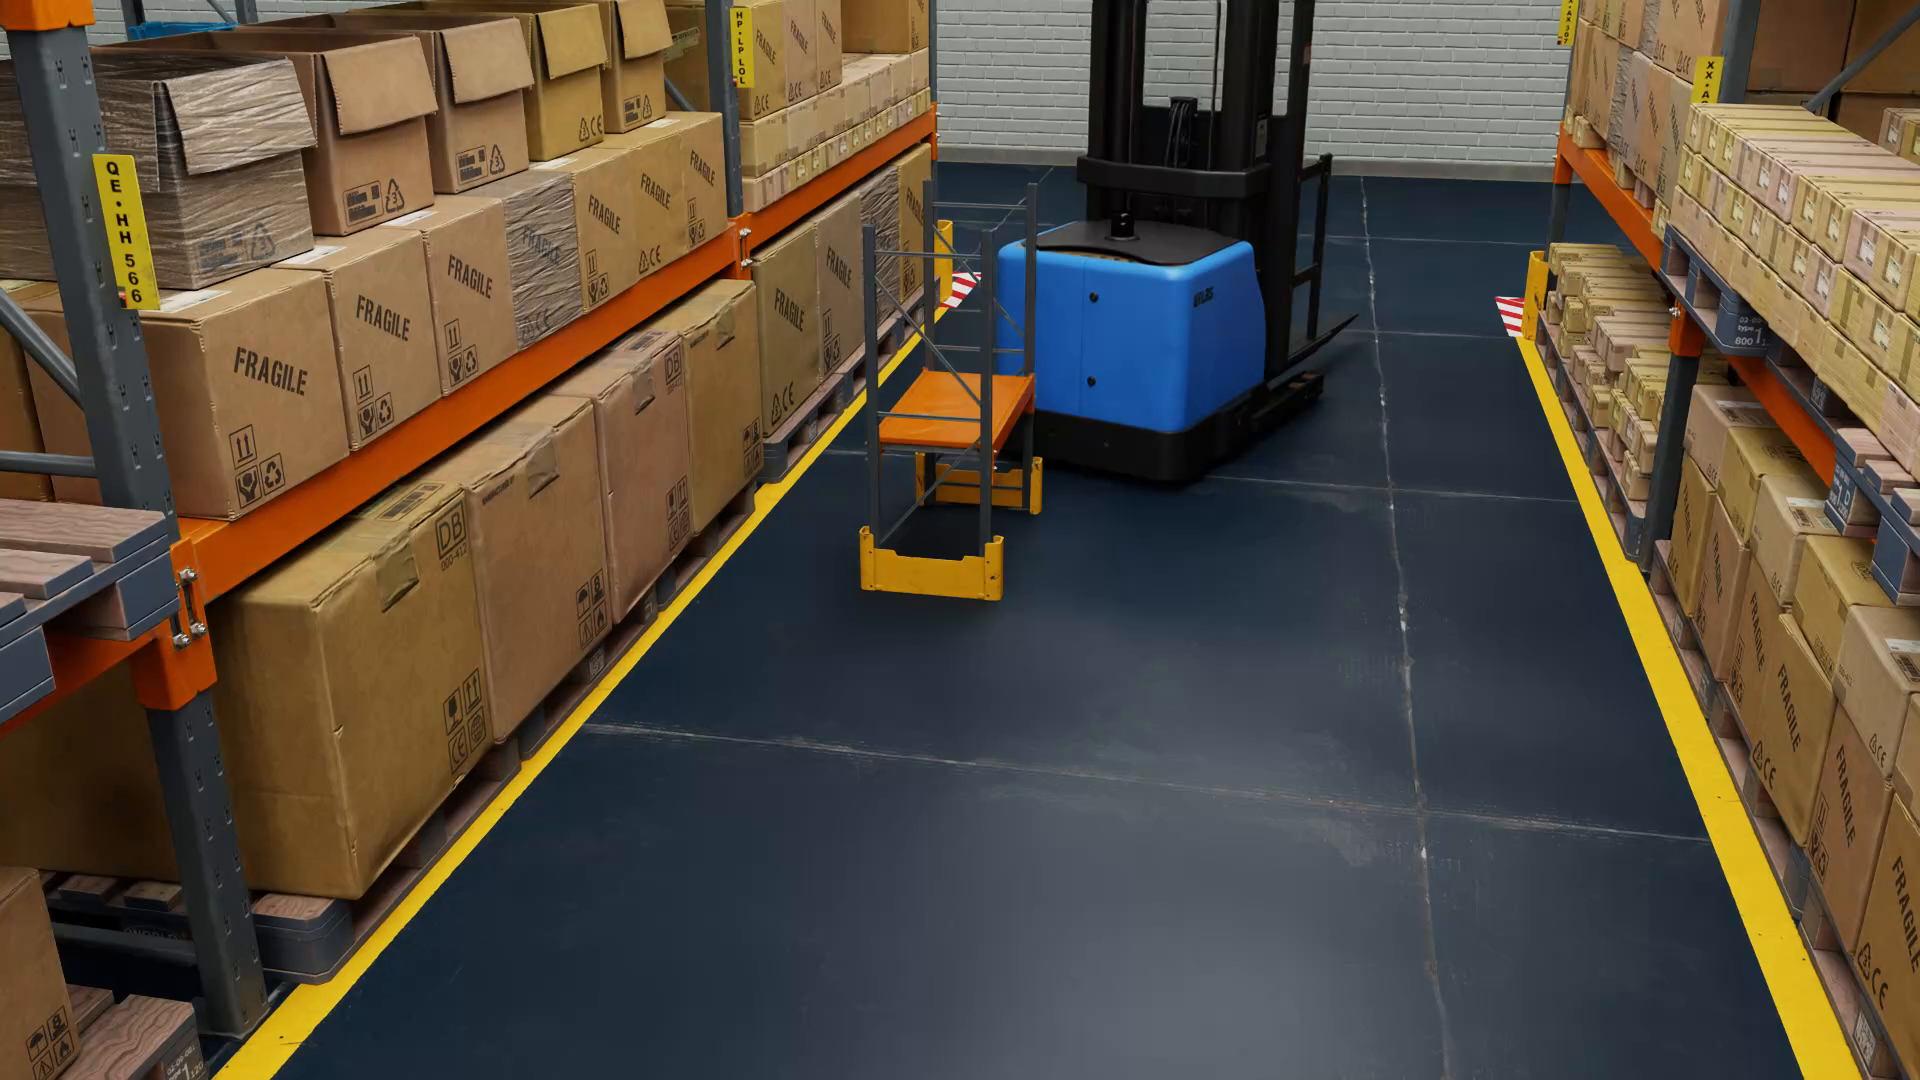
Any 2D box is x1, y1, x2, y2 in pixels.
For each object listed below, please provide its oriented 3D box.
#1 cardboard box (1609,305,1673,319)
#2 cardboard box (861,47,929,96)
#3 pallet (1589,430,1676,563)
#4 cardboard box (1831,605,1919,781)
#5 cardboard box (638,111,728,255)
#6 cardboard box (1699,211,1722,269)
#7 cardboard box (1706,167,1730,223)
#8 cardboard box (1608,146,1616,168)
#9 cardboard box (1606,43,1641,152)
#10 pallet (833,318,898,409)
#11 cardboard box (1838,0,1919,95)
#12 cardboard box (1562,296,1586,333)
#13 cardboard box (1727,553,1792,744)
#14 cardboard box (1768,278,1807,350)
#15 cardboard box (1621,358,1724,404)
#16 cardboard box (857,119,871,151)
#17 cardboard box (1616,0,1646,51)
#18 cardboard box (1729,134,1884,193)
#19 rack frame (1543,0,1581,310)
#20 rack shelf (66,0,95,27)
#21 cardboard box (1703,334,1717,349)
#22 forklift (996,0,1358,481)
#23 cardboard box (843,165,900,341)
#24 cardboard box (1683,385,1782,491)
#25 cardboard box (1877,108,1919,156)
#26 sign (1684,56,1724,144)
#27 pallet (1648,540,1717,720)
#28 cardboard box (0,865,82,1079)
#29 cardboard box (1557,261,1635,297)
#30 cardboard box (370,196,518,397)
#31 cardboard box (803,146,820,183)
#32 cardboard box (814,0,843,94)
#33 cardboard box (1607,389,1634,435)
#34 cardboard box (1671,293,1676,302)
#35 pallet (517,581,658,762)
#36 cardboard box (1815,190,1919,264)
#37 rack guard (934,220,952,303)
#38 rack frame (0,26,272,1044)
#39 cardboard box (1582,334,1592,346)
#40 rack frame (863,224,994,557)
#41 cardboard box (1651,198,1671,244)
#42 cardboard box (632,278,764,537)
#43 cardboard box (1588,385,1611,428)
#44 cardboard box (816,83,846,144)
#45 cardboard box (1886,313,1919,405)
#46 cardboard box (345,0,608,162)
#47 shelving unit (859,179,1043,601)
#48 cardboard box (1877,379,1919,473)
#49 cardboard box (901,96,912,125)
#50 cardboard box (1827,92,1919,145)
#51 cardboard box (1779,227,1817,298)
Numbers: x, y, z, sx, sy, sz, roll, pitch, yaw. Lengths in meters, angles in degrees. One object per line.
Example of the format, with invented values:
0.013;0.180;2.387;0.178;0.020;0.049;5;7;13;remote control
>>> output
3.535;-1.093;8.509;0.380;0.149;0.250;5;22;11;cardboard box
-0.492;-2.978;10.536;0.500;0.250;0.500;4;22;10;cardboard box
3.468;-0.184;7.528;1.003;0.211;1.213;4;22;11;pallet
2.524;0.395;4.138;0.500;0.250;0.500;5;22;12;cardboard box
-1.298;-1.499;6.926;0.500;0.500;0.500;5;22;11;cardboard box
2.729;-1.006;5.609;0.380;0.149;0.250;5;22;11;cardboard box
2.732;-1.147;5.563;0.380;0.149;0.250;5;22;12;cardboard box
3.600;-2.001;8.643;0.380;0.149;0.250;4;22;10;cardboard box
3.525;-2.171;8.196;0.500;0.500;0.500;4;22;10;cardboard box
-0.991;-1.070;9.729;1.003;0.211;1.213;4;22;11;pallet
3.696;-2.024;6.493;0.500;0.500;0.500;5;22;12;cardboard box
3.590;-1.253;9.305;0.380;0.149;0.250;5;23;13;cardboard box
2.755;0.372;5.199;0.500;0.500;0.500;5;22;12;cardboard box
2.519;-0.629;4.673;0.380;0.149;0.250;3;22;8;cardboard box
3.240;-0.716;7.573;0.380;0.149;0.250;4;22;10;cardboard box
-0.716;-2.276;9.327;0.380;0.149;0.250;5;22;12;cardboard box
3.505;-2.636;8.014;0.500;0.500;0.500;4;22;9;cardboard box
2.676;-1.187;5.264;0.380;0.149;0.250;4;22;10;cardboard box
4.182;-2.692;10.023;1.000;3.000;0.127;4;22;11;rack frame
-1.878;-1.971;5.179;1.077;0.370;4.000;4;22;11;rack shelf
3.894;-0.970;8.205;0.380;0.149;0.250;4;22;9;cardboard box
1.368;-2.140;8.743;1.130;2.935;3.031;13;25;29;forklift
-0.891;-1.743;9.949;0.875;0.875;0.875;4;22;11;cardboard box
2.956;-0.362;6.018;0.500;0.250;0.500;3;22;9;cardboard box
3.475;-1.422;5.846;0.380;0.149;0.250;5;23;13;cardboard box
2.833;-1.669;6.325;0.100;0.325;0.005;4;22;11;sign
3.208;0.349;6.204;1.003;0.211;1.213;4;22;11;pallet
-2.403;1.021;3.561;0.700;0.500;0.500;3;22;8;cardboard box
3.627;-1.482;9.477;0.380;0.149;0.250;4;22;11;cardboard box
-1.716;-0.761;5.095;0.500;0.500;0.500;4;22;10;cardboard box
-0.925;-1.899;8.391;0.380;0.149;0.250;4;22;9;cardboard box
-0.912;-2.586;8.559;0.500;0.500;0.500;4;22;9;cardboard box
3.199;-0.578;7.630;0.380;0.149;0.250;4;22;9;cardboard box
4.249;-1.298;9.416;0.380;0.149;0.250;4;22;9;cardboard box
-1.800;0.385;6.116;1.003;0.211;1.213;4;22;11;pallet
2.466;-0.808;4.321;0.380;0.149;0.250;6;23;14;cardboard box
-0.648;-1.956;11.542;1.175;0.500;0.348;4;22;11;rack guard
-2.286;-0.181;3.789;1.000;3.000;0.127;4;22;11;rack frame
3.626;-1.018;9.121;0.380;0.149;0.250;5;22;11;cardboard box
-0.121;-0.479;6.534;0.500;1.500;0.032;4;22;11;rack frame
3.140;-1.338;6.996;0.380;0.149;0.250;4;22;9;cardboard box
-1.581;-0.618;7.155;1.225;0.875;0.875;5;22;11;cardboard box
3.323;-0.650;8.205;0.380;0.149;0.250;4;22;11;cardboard box
-0.911;-2.236;8.693;0.500;0.250;0.500;5;22;12;cardboard box
2.308;-0.392;3.688;0.380;0.149;0.250;5;22;12;cardboard box
-1.743;-1.672;6.012;0.797;0.503;0.637;5;22;12;cardboard box
-0.016;-0.668;7.004;0.587;1.500;1.083;4;22;11;shelving unit
2.304;-0.245;3.721;0.380;0.149;0.250;5;22;12;cardboard box
-0.508;-2.648;10.249;0.380;0.149;0.250;5;22;11;cardboard box
3.713;-1.576;6.718;0.500;0.500;0.500;4;22;10;cardboard box
2.518;-0.764;4.612;0.380;0.149;0.250;4;22;10;cardboard box
